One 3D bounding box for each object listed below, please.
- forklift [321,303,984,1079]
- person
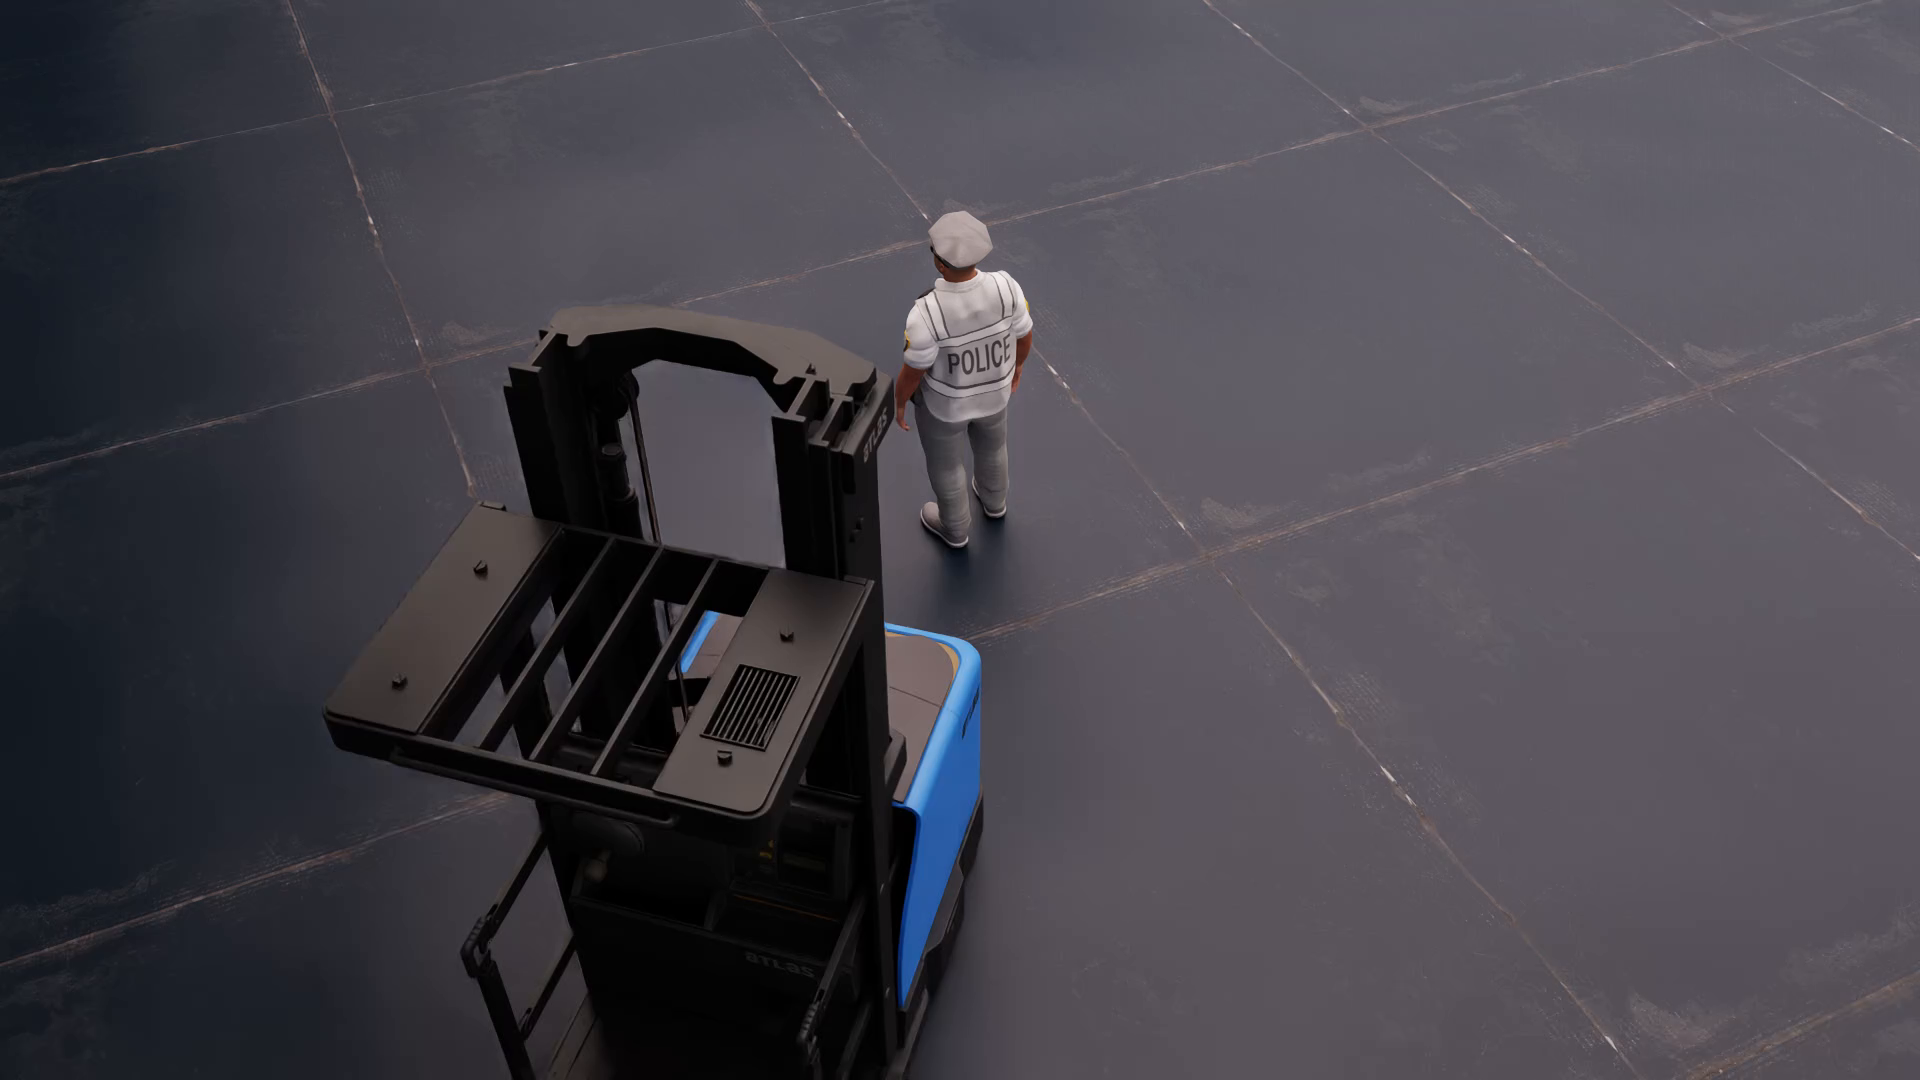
[{"bbox_3d":[-0.813,0.948,4.665,1.130,2.935,3.031,11,44,12],"label":"forklift"},{"bbox_3d":[-0.021,-0.708,7.271,0.640,1.781,0.575,-18,46,-18],"label":"person"}]
